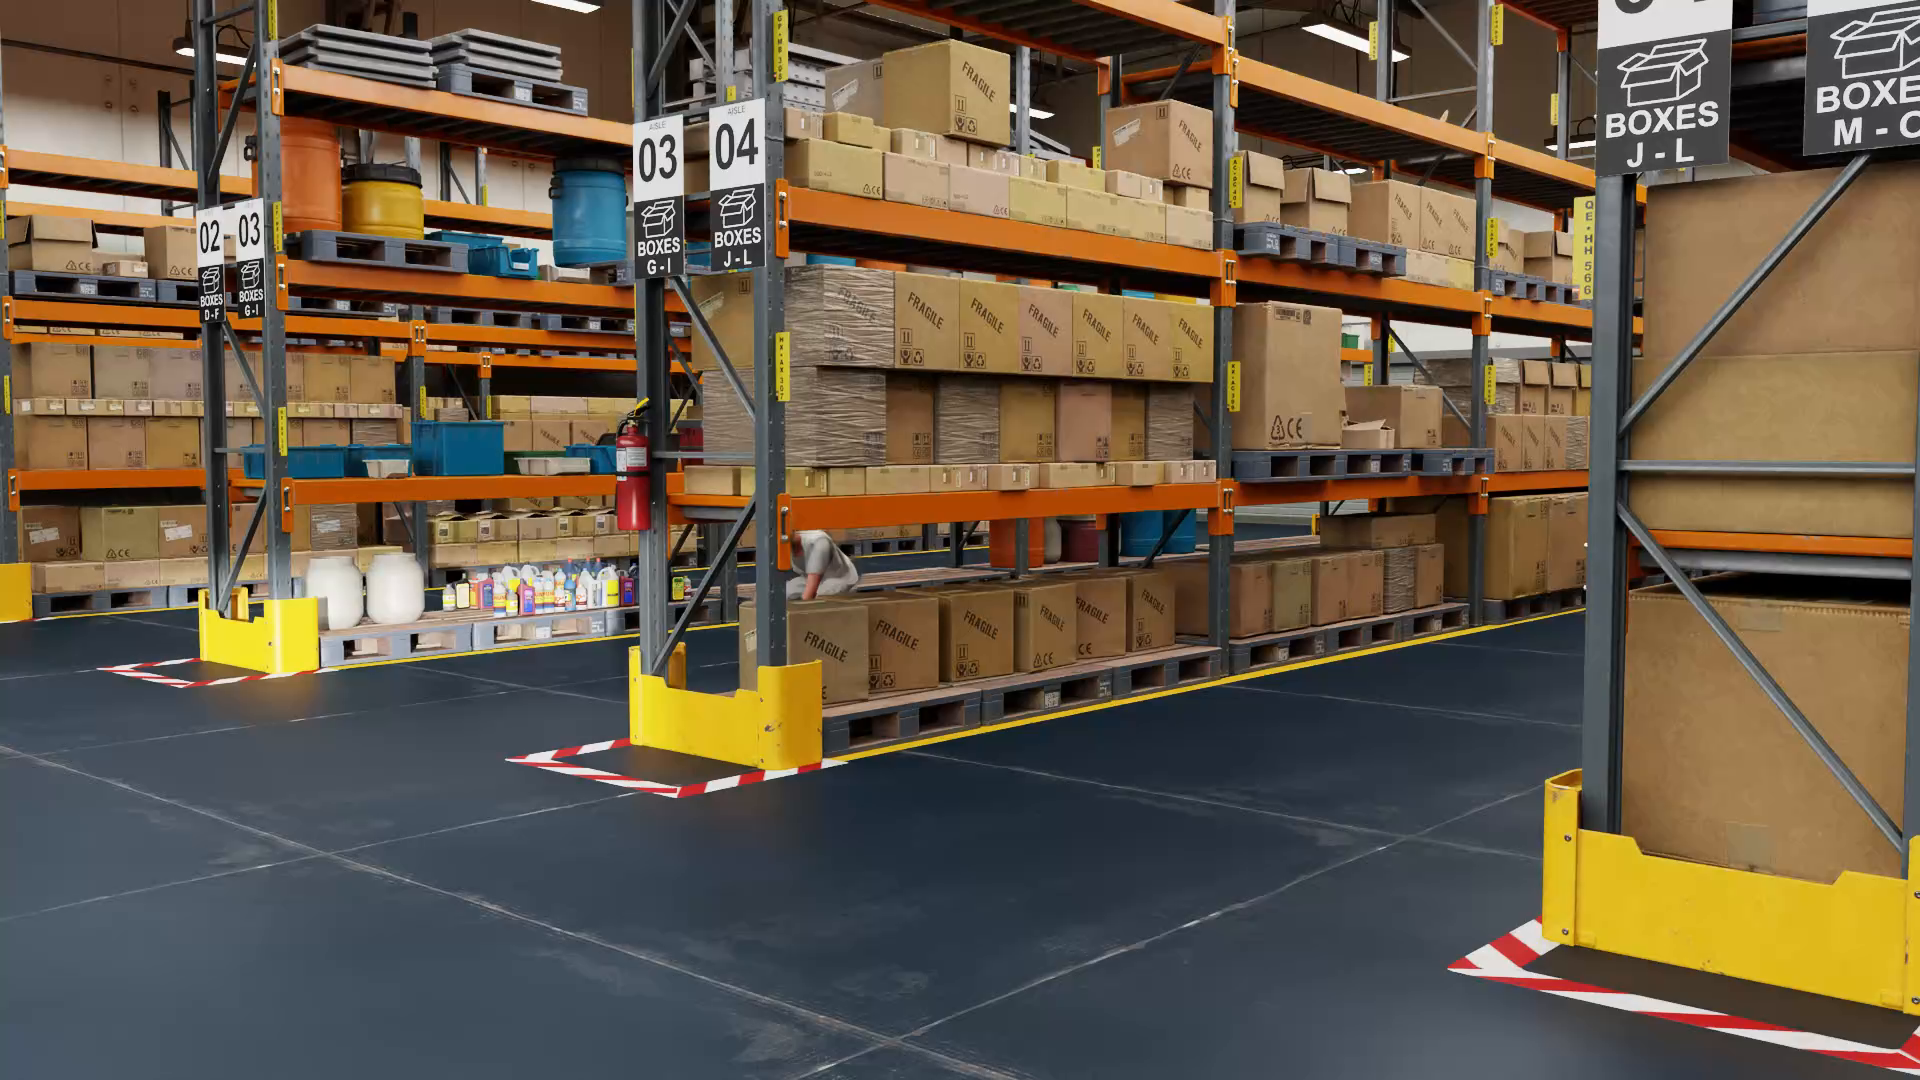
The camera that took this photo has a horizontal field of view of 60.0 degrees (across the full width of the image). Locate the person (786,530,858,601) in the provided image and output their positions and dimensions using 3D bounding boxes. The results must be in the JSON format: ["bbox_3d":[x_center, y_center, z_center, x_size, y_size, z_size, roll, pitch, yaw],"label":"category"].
[{"bbox_3d":[-1.086,0.335,11.884,0.573,1.074,0.858,3,5,41],"label":"person"}]
